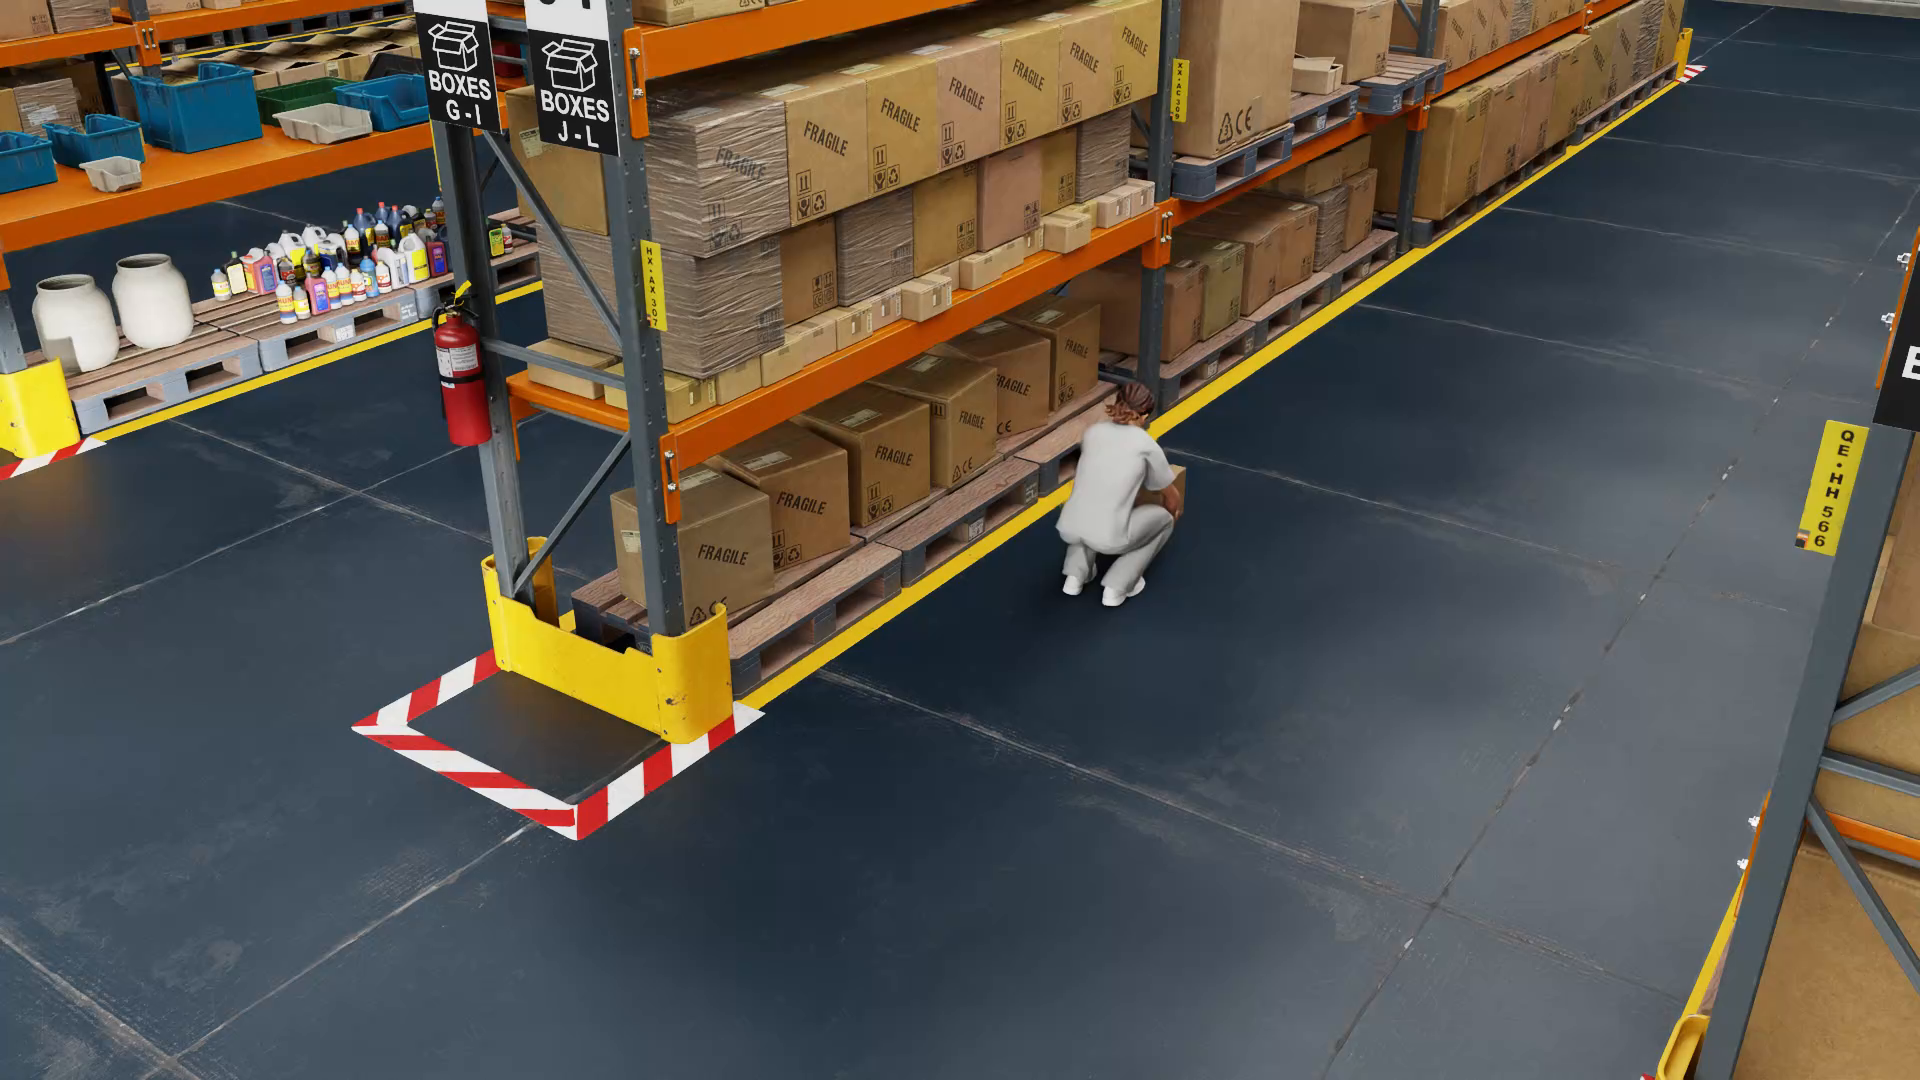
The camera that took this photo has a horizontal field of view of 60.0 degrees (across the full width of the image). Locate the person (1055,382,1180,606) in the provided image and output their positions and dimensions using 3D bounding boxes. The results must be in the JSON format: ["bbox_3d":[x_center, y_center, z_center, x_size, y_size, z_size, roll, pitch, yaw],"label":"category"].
[{"bbox_3d":[0.754,-0.232,7.895,0.479,0.935,0.800,17,31,30],"label":"person"}]
